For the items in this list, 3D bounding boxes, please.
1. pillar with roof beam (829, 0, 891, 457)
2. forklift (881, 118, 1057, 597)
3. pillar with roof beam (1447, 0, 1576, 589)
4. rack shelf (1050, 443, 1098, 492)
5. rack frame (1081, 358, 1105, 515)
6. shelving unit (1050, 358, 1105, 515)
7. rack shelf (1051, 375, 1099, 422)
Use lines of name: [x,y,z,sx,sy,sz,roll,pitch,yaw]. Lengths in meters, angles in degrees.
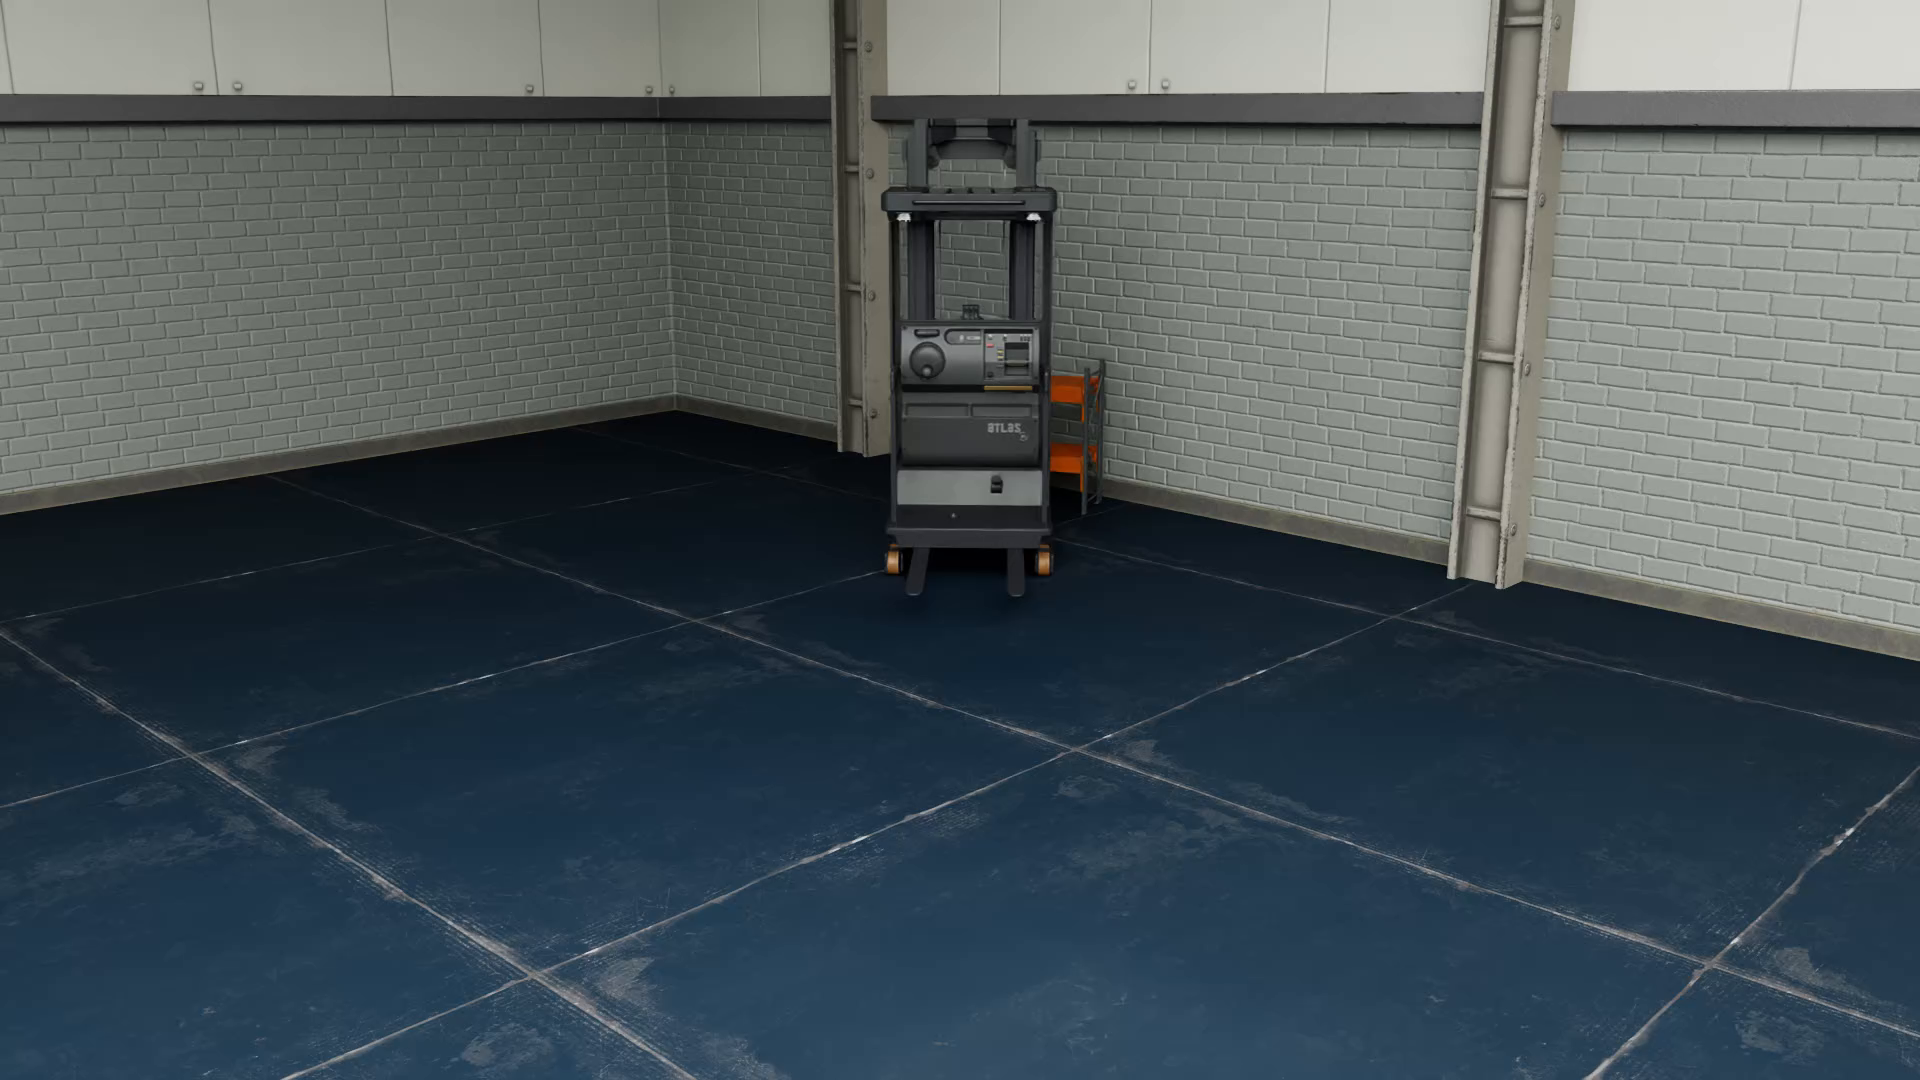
pillar with roof beam: [-3.848,-4.368,10.848,0.400,9.000,9.100,14,20,42]
forklift: [0.066,-1.259,10.951,1.130,2.935,3.031,0,15,1]
pillar with roof beam: [0.471,-3.318,6.818,0.400,9.000,9.100,14,20,42]
rack shelf: [0.543,-0.604,12.987,1.000,0.278,0.538,5,15,18]
rack frame: [1.023,-0.799,12.765,0.032,1.125,0.500,5,15,18]
shelving unit: [0.543,-0.841,12.926,1.048,1.125,0.538,5,15,18]
rack shelf: [0.543,-1.124,12.852,1.000,0.278,0.538,5,15,18]
